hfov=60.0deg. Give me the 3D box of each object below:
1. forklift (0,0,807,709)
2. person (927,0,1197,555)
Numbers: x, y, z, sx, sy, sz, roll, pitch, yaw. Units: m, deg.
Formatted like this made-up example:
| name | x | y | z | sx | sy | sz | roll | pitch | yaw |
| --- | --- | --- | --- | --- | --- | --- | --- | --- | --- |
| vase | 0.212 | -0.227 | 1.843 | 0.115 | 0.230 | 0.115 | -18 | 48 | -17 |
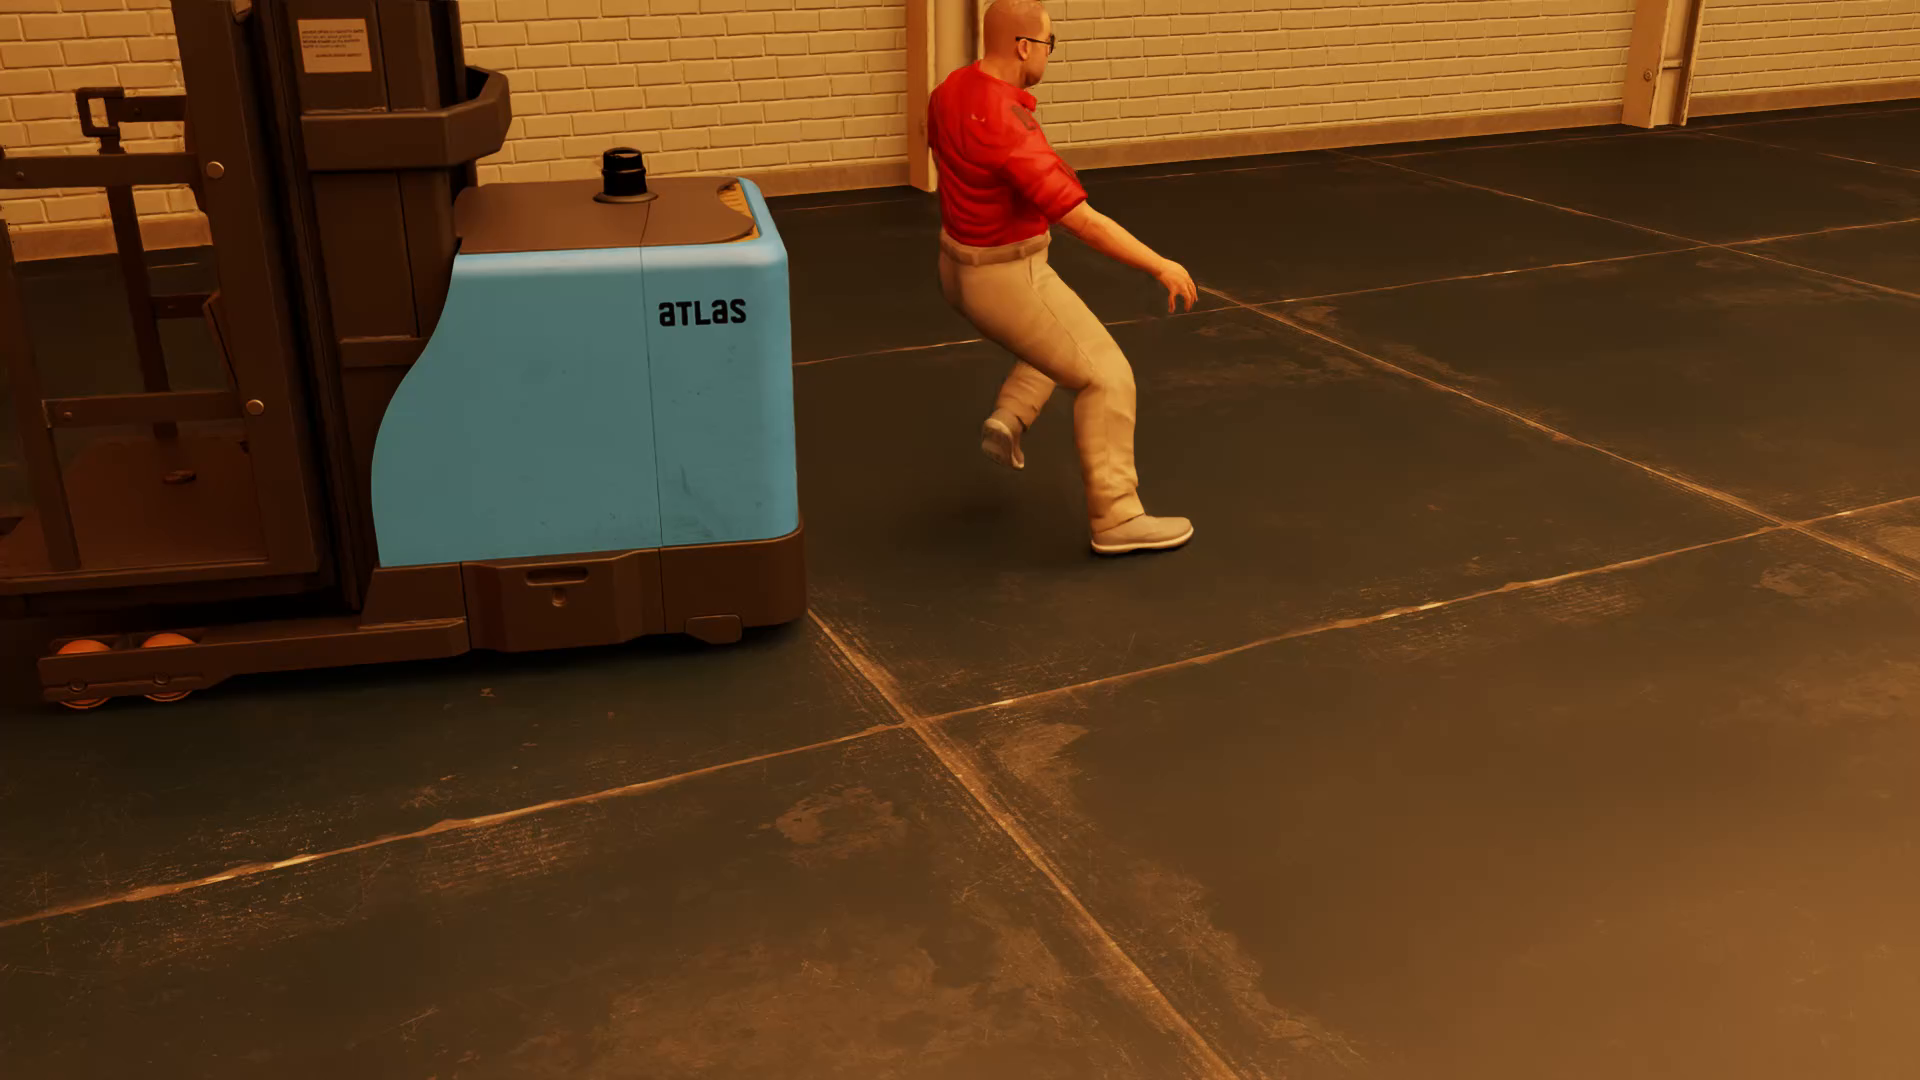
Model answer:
| name | x | y | z | sx | sy | sz | roll | pitch | yaw |
| --- | --- | --- | --- | --- | --- | --- | --- | --- | --- |
| forklift | -1.981 | -1.157 | 4.070 | 3.031 | 2.935 | 1.130 | -4 | 23 | -10 |
| person | 0.288 | -0.808 | 4.967 | 0.642 | 1.584 | 0.781 | -9 | 24 | -21 |
